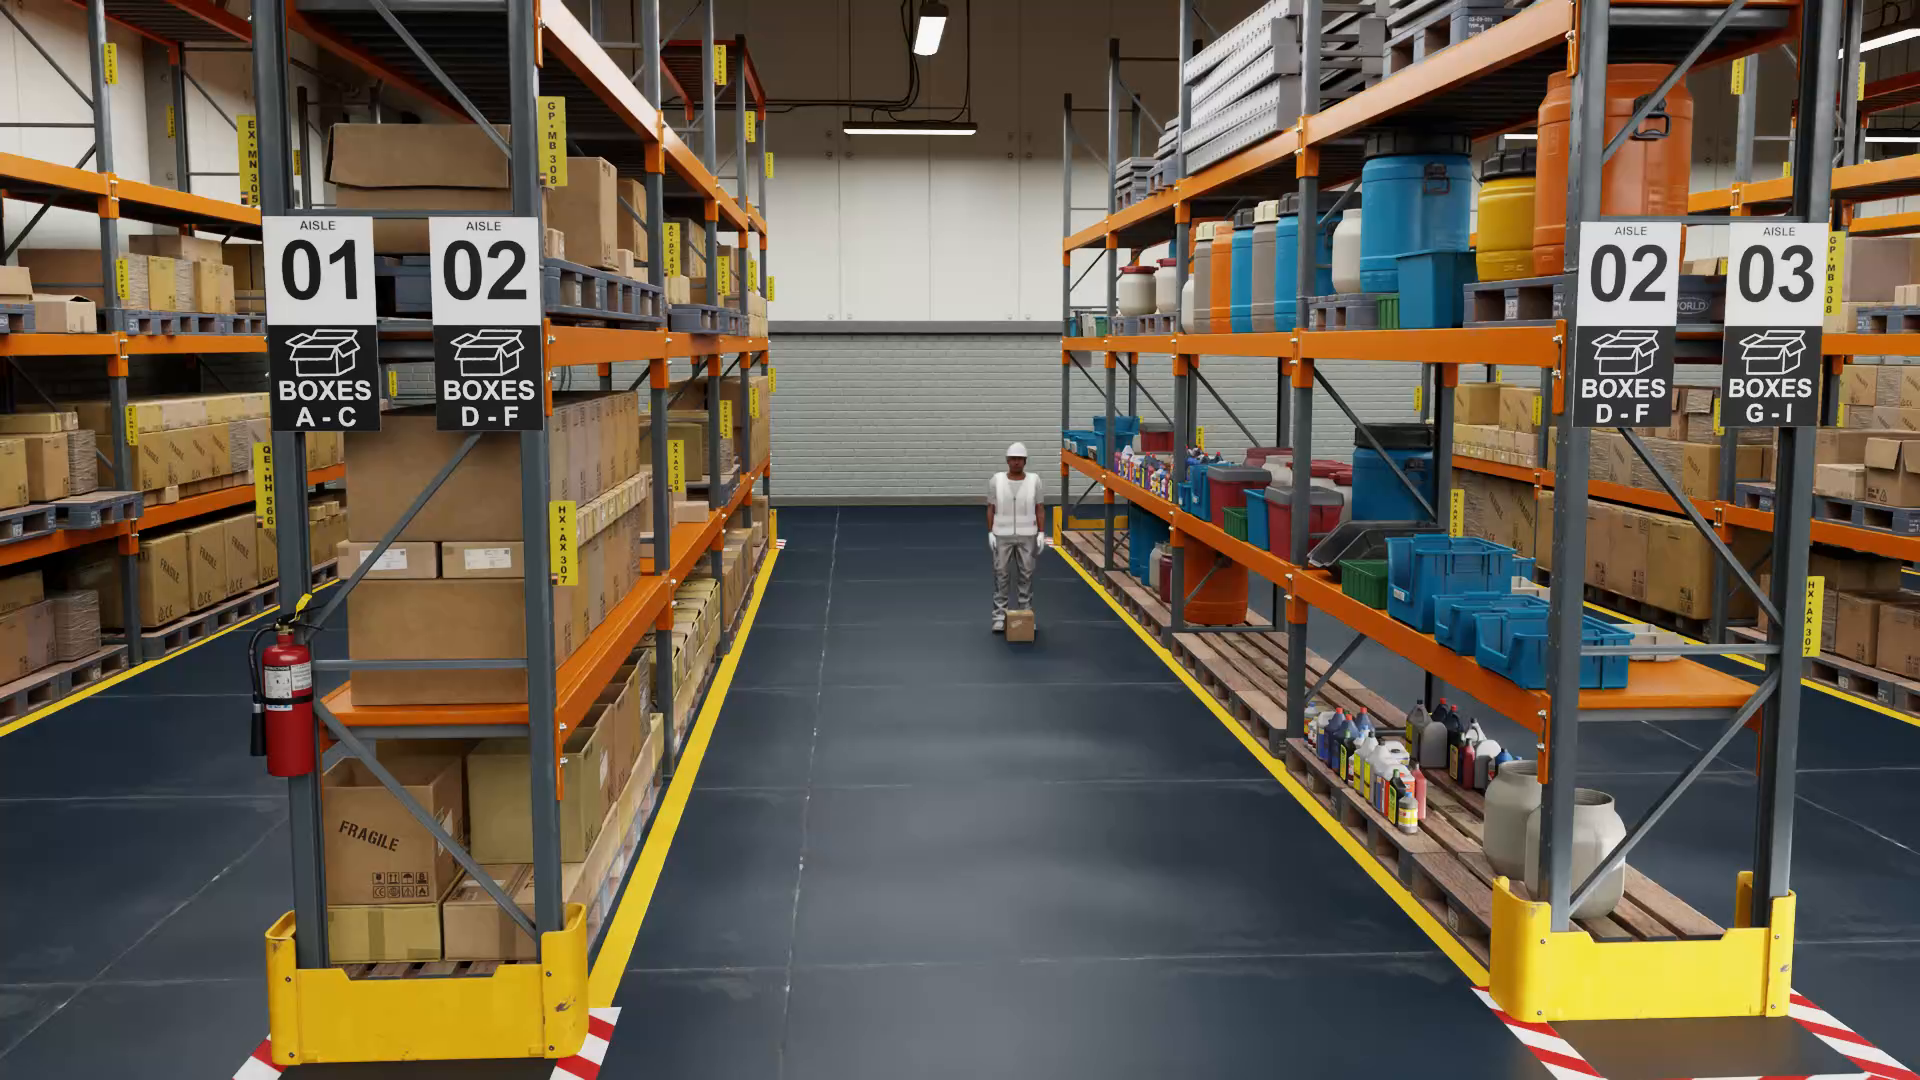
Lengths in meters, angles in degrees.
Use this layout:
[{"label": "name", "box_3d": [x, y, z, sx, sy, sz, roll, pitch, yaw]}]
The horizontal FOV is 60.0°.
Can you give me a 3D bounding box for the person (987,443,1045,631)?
[{"label": "person", "box_3d": [0.534, -0.029, 15.842, 0.551, 1.786, 0.358, 0, 7, -1]}]
